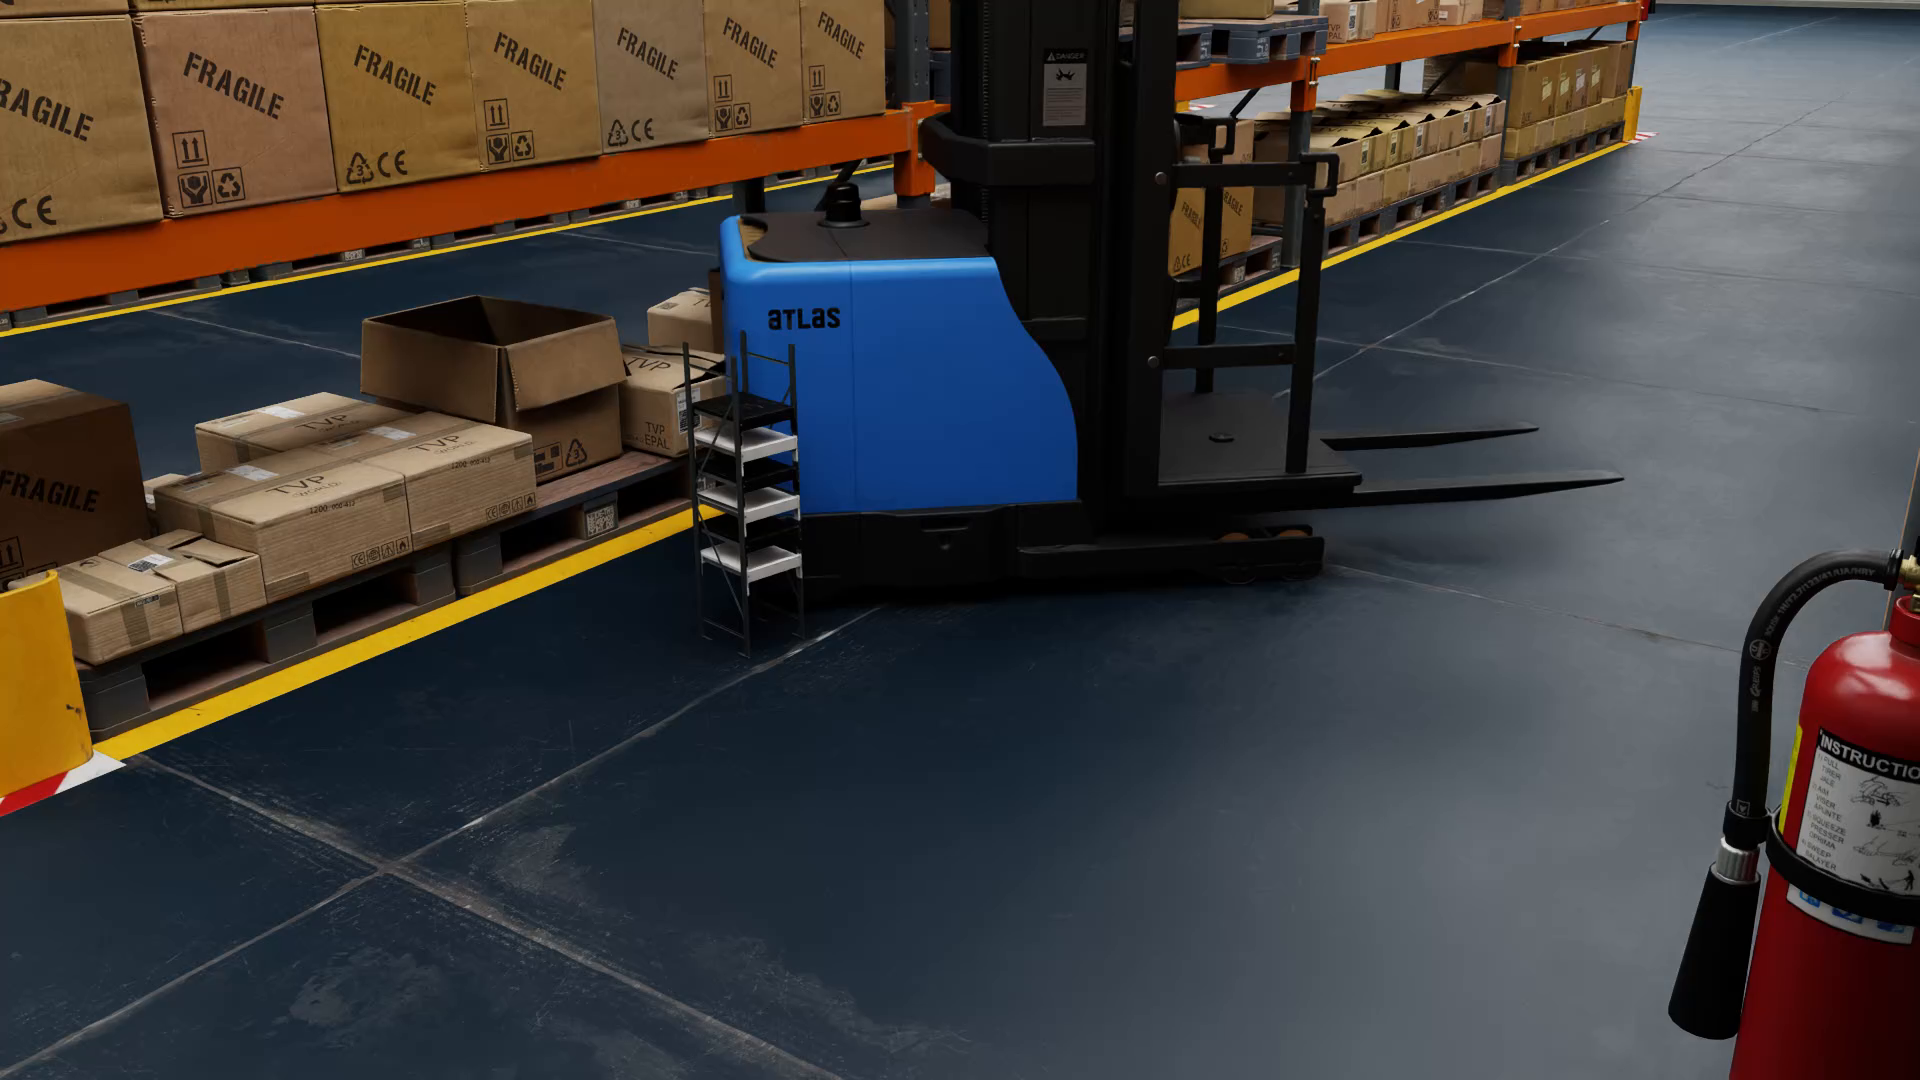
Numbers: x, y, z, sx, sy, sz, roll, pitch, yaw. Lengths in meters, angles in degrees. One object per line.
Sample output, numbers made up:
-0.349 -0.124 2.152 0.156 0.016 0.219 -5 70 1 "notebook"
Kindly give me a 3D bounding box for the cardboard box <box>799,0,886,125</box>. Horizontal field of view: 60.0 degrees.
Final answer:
-0.638 -1.896 6.423 0.500 0.500 0.500 14 24 33 "cardboard box"

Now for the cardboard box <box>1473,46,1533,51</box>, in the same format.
4.846 -4.204 15.084 0.500 0.500 0.500 13 24 32 "cardboard box"

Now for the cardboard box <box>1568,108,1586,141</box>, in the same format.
5.286 -3.749 14.934 0.500 0.250 0.500 13 24 32 "cardboard box"

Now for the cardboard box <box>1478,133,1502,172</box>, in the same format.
3.935 -3.070 13.098 0.500 0.250 0.500 13 24 31 "cardboard box"

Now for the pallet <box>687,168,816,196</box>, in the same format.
-1.947 -3.064 13.744 1.003 0.211 1.213 13 24 32 "pallet"

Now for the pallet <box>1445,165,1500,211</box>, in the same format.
3.546 -2.811 13.060 1.003 0.211 1.213 13 24 32 "pallet"

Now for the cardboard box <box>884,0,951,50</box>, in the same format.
-0.118 -2.379 7.122 0.700 0.500 0.500 5 21 14 "cardboard box"

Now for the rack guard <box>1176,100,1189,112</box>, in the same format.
2.078 -5.249 19.235 1.175 0.500 0.348 13 24 32 "rack guard"

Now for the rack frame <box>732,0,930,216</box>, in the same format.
-0.569 -2.042 6.963 1.000 3.000 0.127 13 24 32 "rack frame"

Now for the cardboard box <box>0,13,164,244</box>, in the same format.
-2.350 -1.018 4.048 0.500 0.500 0.500 14 24 33 "cardboard box"

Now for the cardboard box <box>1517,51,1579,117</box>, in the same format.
5.010 -3.956 14.413 0.500 0.500 0.500 13 24 32 "cardboard box"

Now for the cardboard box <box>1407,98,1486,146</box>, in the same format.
3.650 -3.186 12.603 0.500 0.311 0.500 14 25 33 "cardboard box"

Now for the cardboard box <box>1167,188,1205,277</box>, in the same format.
1.057 -1.762 9.173 0.500 0.500 0.500 12 24 30 "cardboard box"

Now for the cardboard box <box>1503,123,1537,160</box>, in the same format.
4.440 -3.319 13.772 0.500 0.250 0.500 13 24 32 "cardboard box"

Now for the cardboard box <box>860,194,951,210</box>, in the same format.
-0.244 -1.414 8.233 0.500 0.500 0.500 13 24 32 "cardboard box"

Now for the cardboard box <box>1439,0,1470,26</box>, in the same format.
3.586 -3.987 12.413 0.396 0.266 0.258 13 24 31 "cardboard box"

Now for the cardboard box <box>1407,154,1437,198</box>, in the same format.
3.075 -2.632 11.916 0.500 0.250 0.500 14 24 33 "cardboard box"

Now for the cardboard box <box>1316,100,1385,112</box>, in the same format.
2.914 -3.147 12.498 0.500 0.311 0.500 12 24 30 "cardboard box"

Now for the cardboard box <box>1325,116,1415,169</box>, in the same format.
2.794 -2.752 11.430 0.500 0.311 0.500 13 24 30 "cardboard box"

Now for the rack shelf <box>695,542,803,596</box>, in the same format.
-0.621 0.070 4.893 0.200 0.077 0.258 -19 28 -41 "rack shelf"

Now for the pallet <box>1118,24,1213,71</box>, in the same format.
0.590 -2.541 8.588 1.003 0.211 1.213 13 24 32 "pallet"

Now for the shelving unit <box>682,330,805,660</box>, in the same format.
-0.621 -0.130 4.819 0.210 0.900 0.258 -19 28 -41 "shelving unit"

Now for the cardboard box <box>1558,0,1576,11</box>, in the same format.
5.036 -4.956 14.696 0.700 0.500 0.500 14 25 33 "cardboard box"

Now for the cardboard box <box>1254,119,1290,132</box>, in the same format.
2.057 -2.709 11.315 0.500 0.311 0.500 13 24 31 "cardboard box"

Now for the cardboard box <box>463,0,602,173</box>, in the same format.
-1.497 -1.453 5.226 0.500 0.500 0.500 14 24 33 "cardboard box"

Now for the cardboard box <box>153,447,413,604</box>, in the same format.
-1.996 -0.056 4.921 0.500 0.250 0.500 13 24 32 "cardboard box"

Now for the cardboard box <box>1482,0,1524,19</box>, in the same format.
4.172 -4.513 13.499 0.700 0.500 0.500 13 24 30 "cardboard box"

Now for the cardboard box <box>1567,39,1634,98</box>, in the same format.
6.121 -4.533 15.972 0.500 0.500 0.500 13 24 32 "cardboard box"

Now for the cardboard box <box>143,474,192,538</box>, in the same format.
-2.413 -0.075 5.094 0.380 0.166 0.250 13 24 32 "cardboard box"

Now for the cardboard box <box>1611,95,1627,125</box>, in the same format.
6.120 -4.181 16.104 0.500 0.250 0.500 13 24 32 "cardboard box"

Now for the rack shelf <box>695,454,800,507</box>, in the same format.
-0.621 -0.183 4.799 0.200 0.077 0.258 -19 28 -41 "rack shelf"

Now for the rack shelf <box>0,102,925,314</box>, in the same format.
-1.693 -1.131 5.536 1.077 0.370 4.000 13 24 32 "rack shelf"

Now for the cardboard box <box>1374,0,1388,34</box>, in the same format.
2.609 -3.722 11.358 0.500 0.500 0.500 12 23 29 "cardboard box"

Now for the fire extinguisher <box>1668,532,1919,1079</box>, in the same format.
0.815 0.235 1.456 0.296 0.674 0.183 13 24 32 "fire extinguisher"

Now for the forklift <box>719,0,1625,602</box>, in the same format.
0.731 -1.407 5.344 3.031 2.935 1.130 -3 21 -9 "forklift"

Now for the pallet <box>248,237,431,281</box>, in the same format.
-4.195 -1.915 10.638 1.003 0.211 1.213 13 24 32 "pallet"

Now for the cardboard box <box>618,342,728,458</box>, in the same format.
-1.076 -0.554 6.180 0.500 0.311 0.500 13 24 32 "cardboard box"

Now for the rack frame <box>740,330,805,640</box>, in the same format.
-0.549 -0.155 4.886 0.006 0.900 0.240 -19 28 -41 "rack frame"

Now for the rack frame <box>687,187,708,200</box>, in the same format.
-2.415 -4.157 12.680 1.000 3.000 0.127 13 24 32 "rack frame"

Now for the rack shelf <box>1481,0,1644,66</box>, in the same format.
5.053 -4.574 14.845 1.077 0.370 4.000 13 24 32 "rack shelf"

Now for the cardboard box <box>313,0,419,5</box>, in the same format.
-1.777 -1.781 4.670 0.500 0.500 0.500 14 24 33 "cardboard box"

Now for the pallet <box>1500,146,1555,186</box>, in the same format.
4.410 -3.250 14.247 1.003 0.211 1.213 13 24 32 "pallet"

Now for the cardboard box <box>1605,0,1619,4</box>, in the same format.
5.904 -5.401 15.898 0.700 0.500 0.500 13 24 32 "cardboard box"

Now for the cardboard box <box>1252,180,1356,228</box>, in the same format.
2.217 -2.191 10.721 0.500 0.250 0.500 13 24 32 "cardboard box"

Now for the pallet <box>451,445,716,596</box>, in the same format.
-1.641 -0.186 5.964 1.003 0.211 1.213 13 24 32 "pallet"

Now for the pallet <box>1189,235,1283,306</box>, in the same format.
1.229 -1.675 9.990 1.003 0.211 1.213 13 24 32 "pallet"
